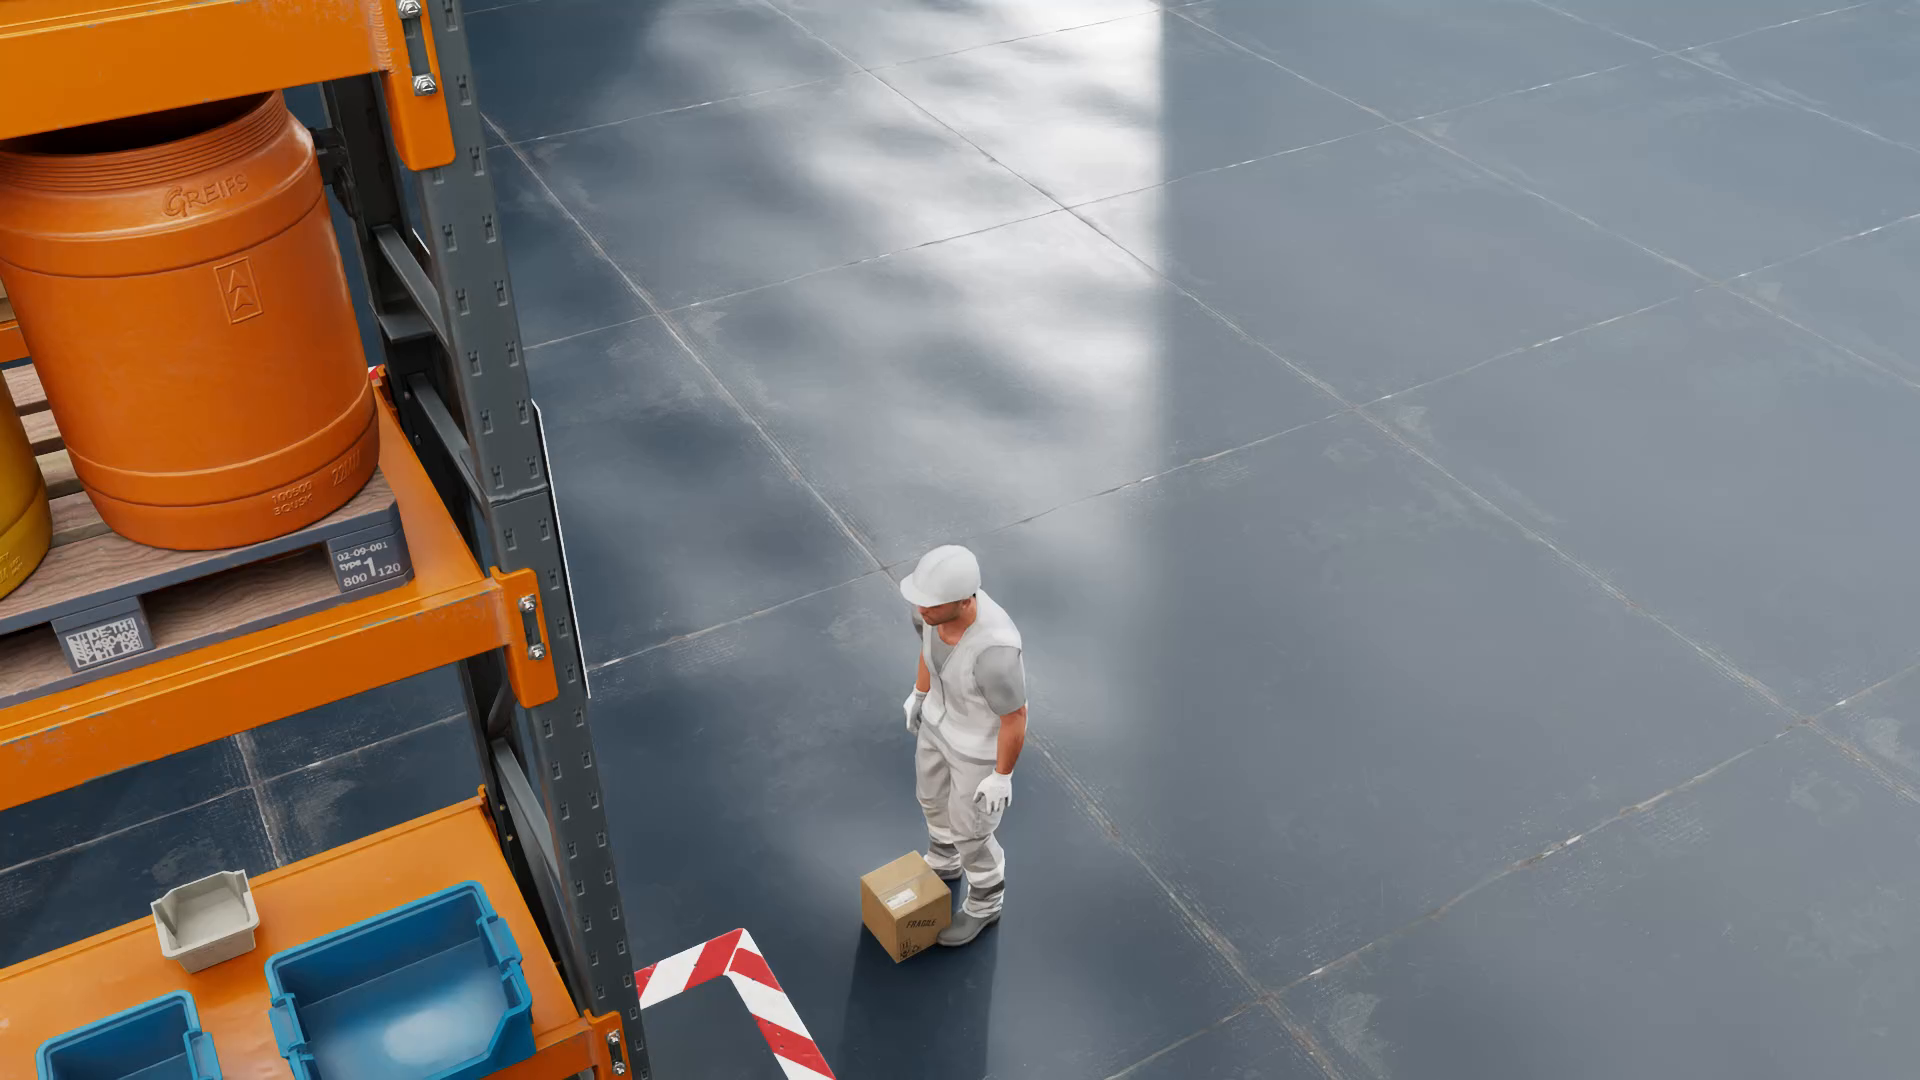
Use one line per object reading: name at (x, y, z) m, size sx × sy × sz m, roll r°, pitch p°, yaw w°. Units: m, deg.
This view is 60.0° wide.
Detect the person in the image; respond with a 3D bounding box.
person at (-0.007, 0.714, 5.952) m, size 0.454 × 1.777 × 0.607 m, roll -21°, pitch 41°, yaw -26°
